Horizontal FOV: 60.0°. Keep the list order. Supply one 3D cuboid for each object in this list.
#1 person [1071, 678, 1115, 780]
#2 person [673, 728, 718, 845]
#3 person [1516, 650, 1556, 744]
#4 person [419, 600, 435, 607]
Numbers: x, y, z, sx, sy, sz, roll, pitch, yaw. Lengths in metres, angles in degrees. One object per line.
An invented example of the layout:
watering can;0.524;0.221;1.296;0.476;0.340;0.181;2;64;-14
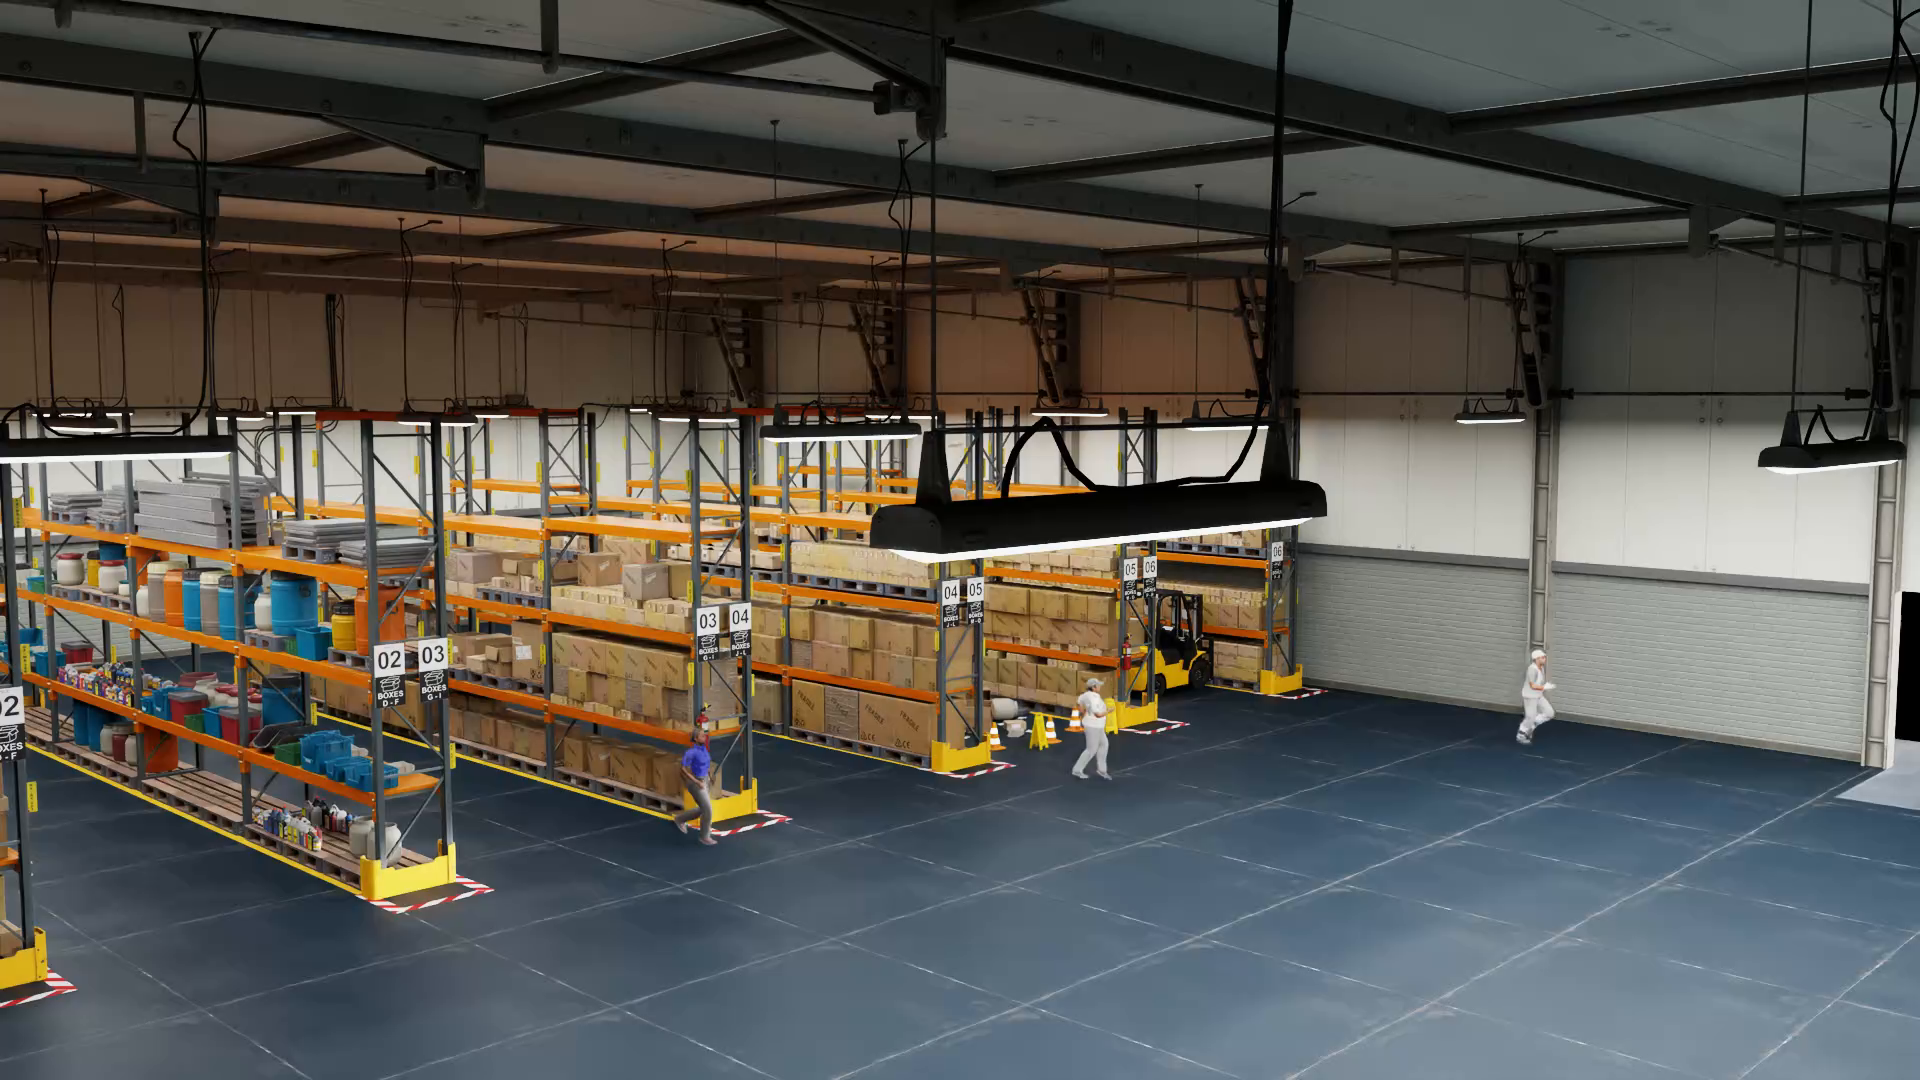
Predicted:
person;2.166;3.100;27.114;0.722;1.719;0.587;0;5;-4
person;-3.742;3.462;23.418;0.717;1.643;0.592;1;5;15
person;10.322;2.814;29.757;0.726;1.724;0.704;4;6;38
person;-12.609;2.079;39.265;0.607;1.594;0.707;1;5;10
